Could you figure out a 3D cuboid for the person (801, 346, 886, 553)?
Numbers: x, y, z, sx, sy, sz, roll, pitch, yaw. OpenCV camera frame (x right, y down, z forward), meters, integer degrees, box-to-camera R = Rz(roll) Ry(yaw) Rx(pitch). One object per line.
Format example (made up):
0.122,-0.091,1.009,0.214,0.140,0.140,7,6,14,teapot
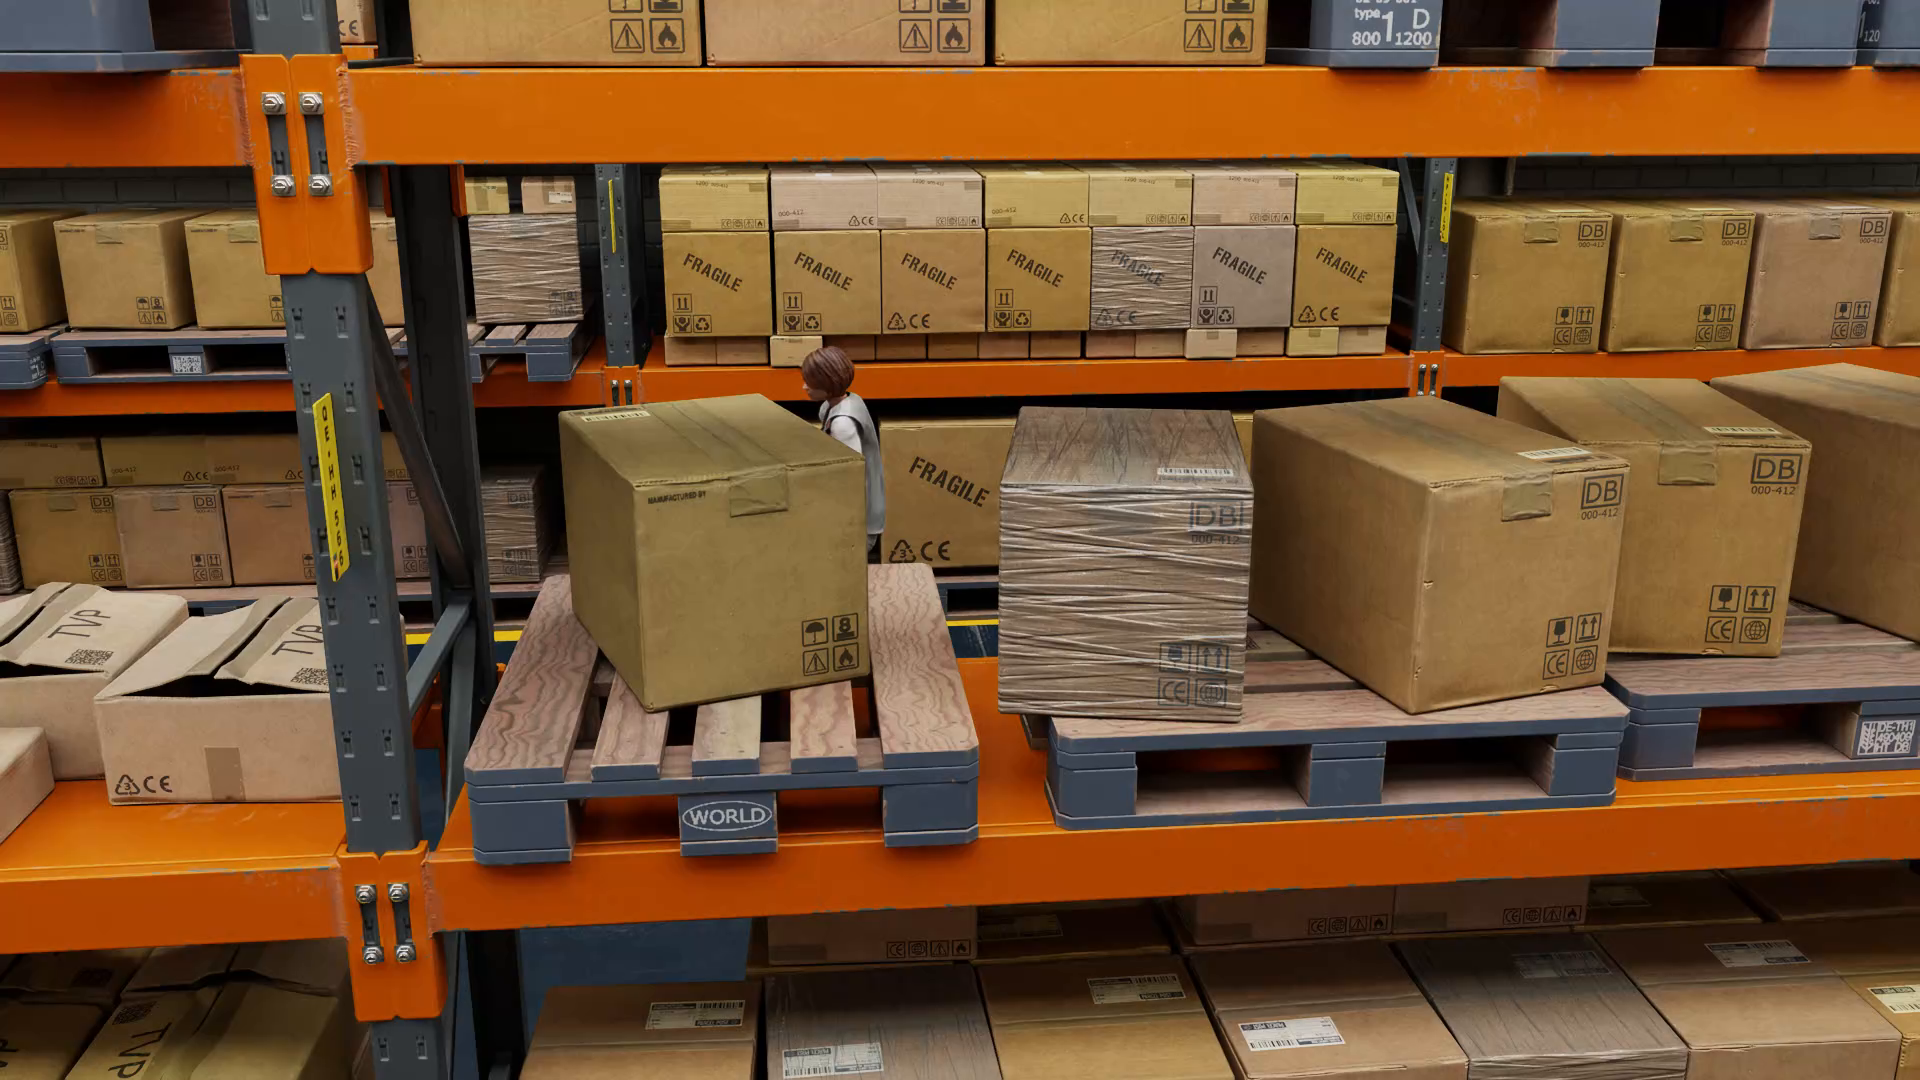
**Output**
-0.517,-0.054,7.259,0.376,1.580,0.466,-3,17,-8,person
